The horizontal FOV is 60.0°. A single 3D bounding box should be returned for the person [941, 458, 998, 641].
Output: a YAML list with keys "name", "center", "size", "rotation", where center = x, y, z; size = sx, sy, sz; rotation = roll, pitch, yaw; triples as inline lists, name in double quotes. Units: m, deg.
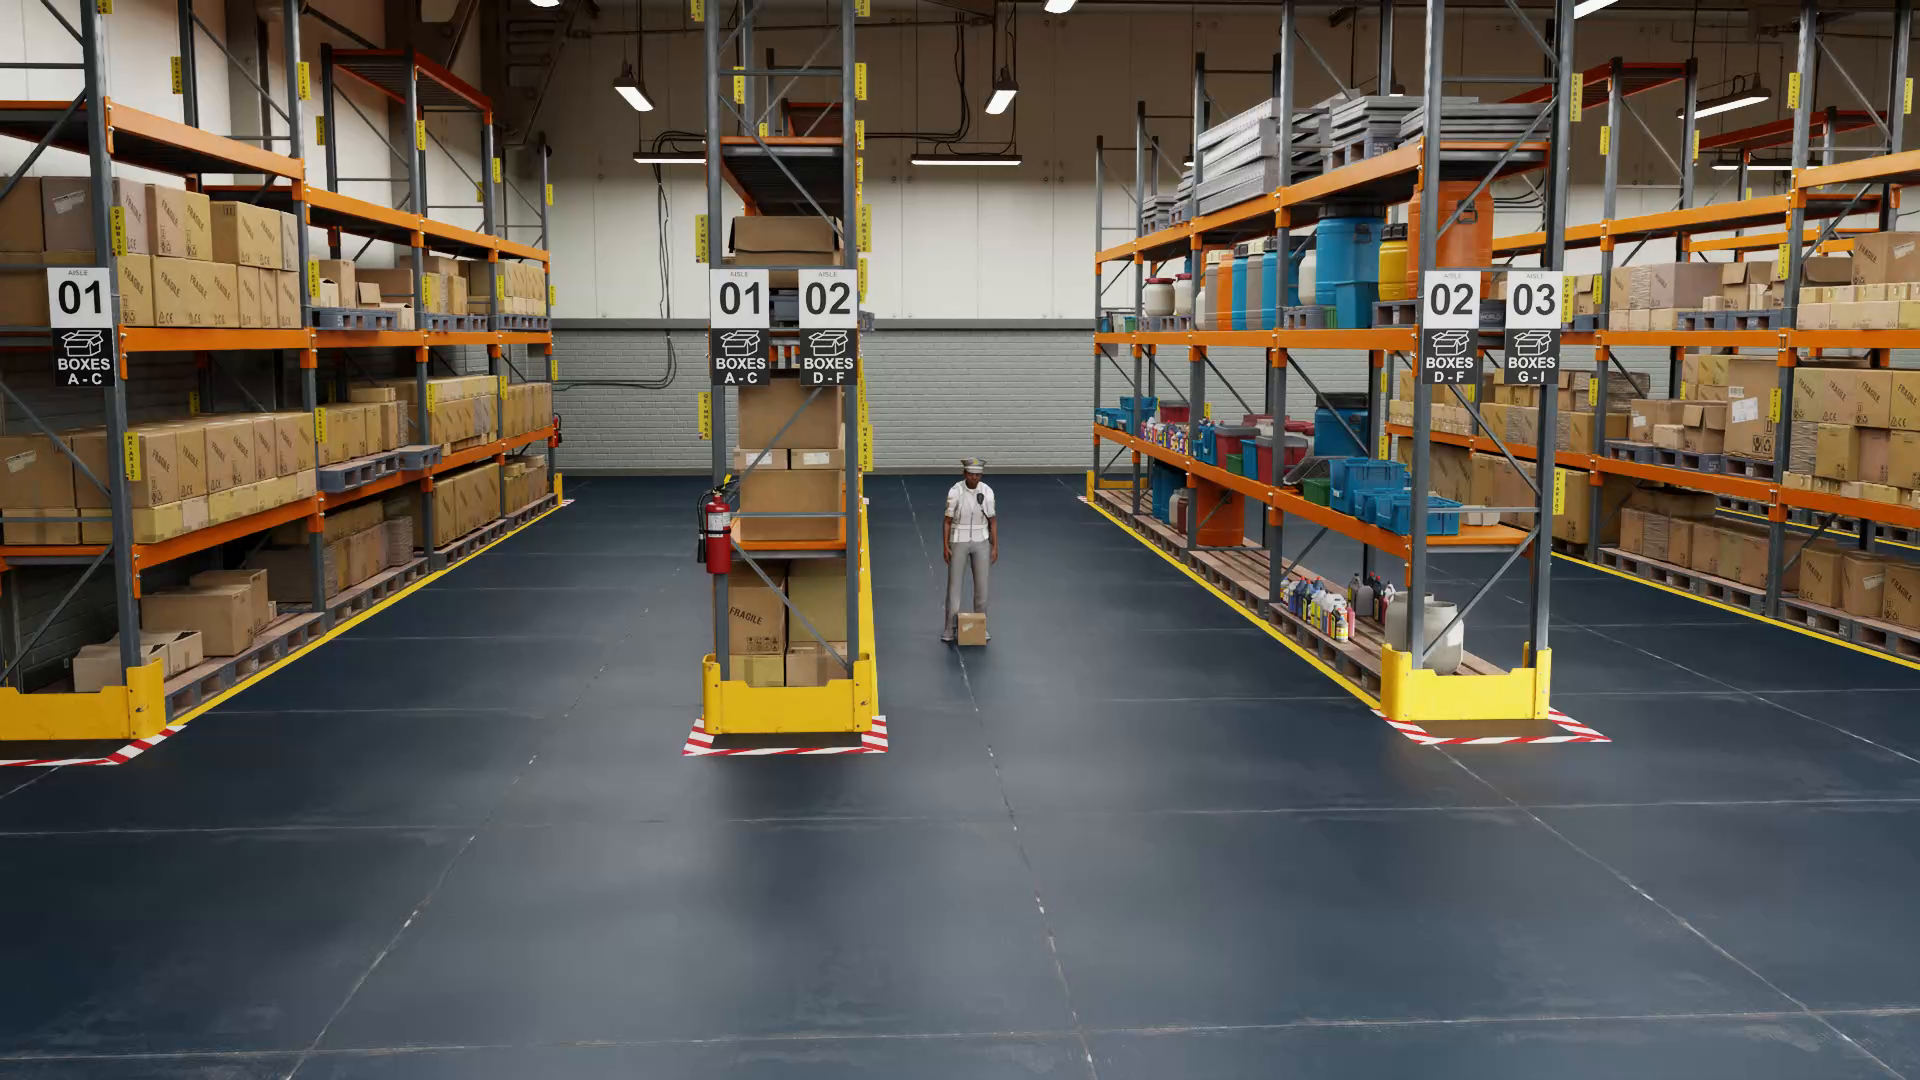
- name: "person"
  center: [0.081, 0.075, 15.133]
  size: [0.530, 1.661, 0.391]
  rotation: [-1, 7, -6]
